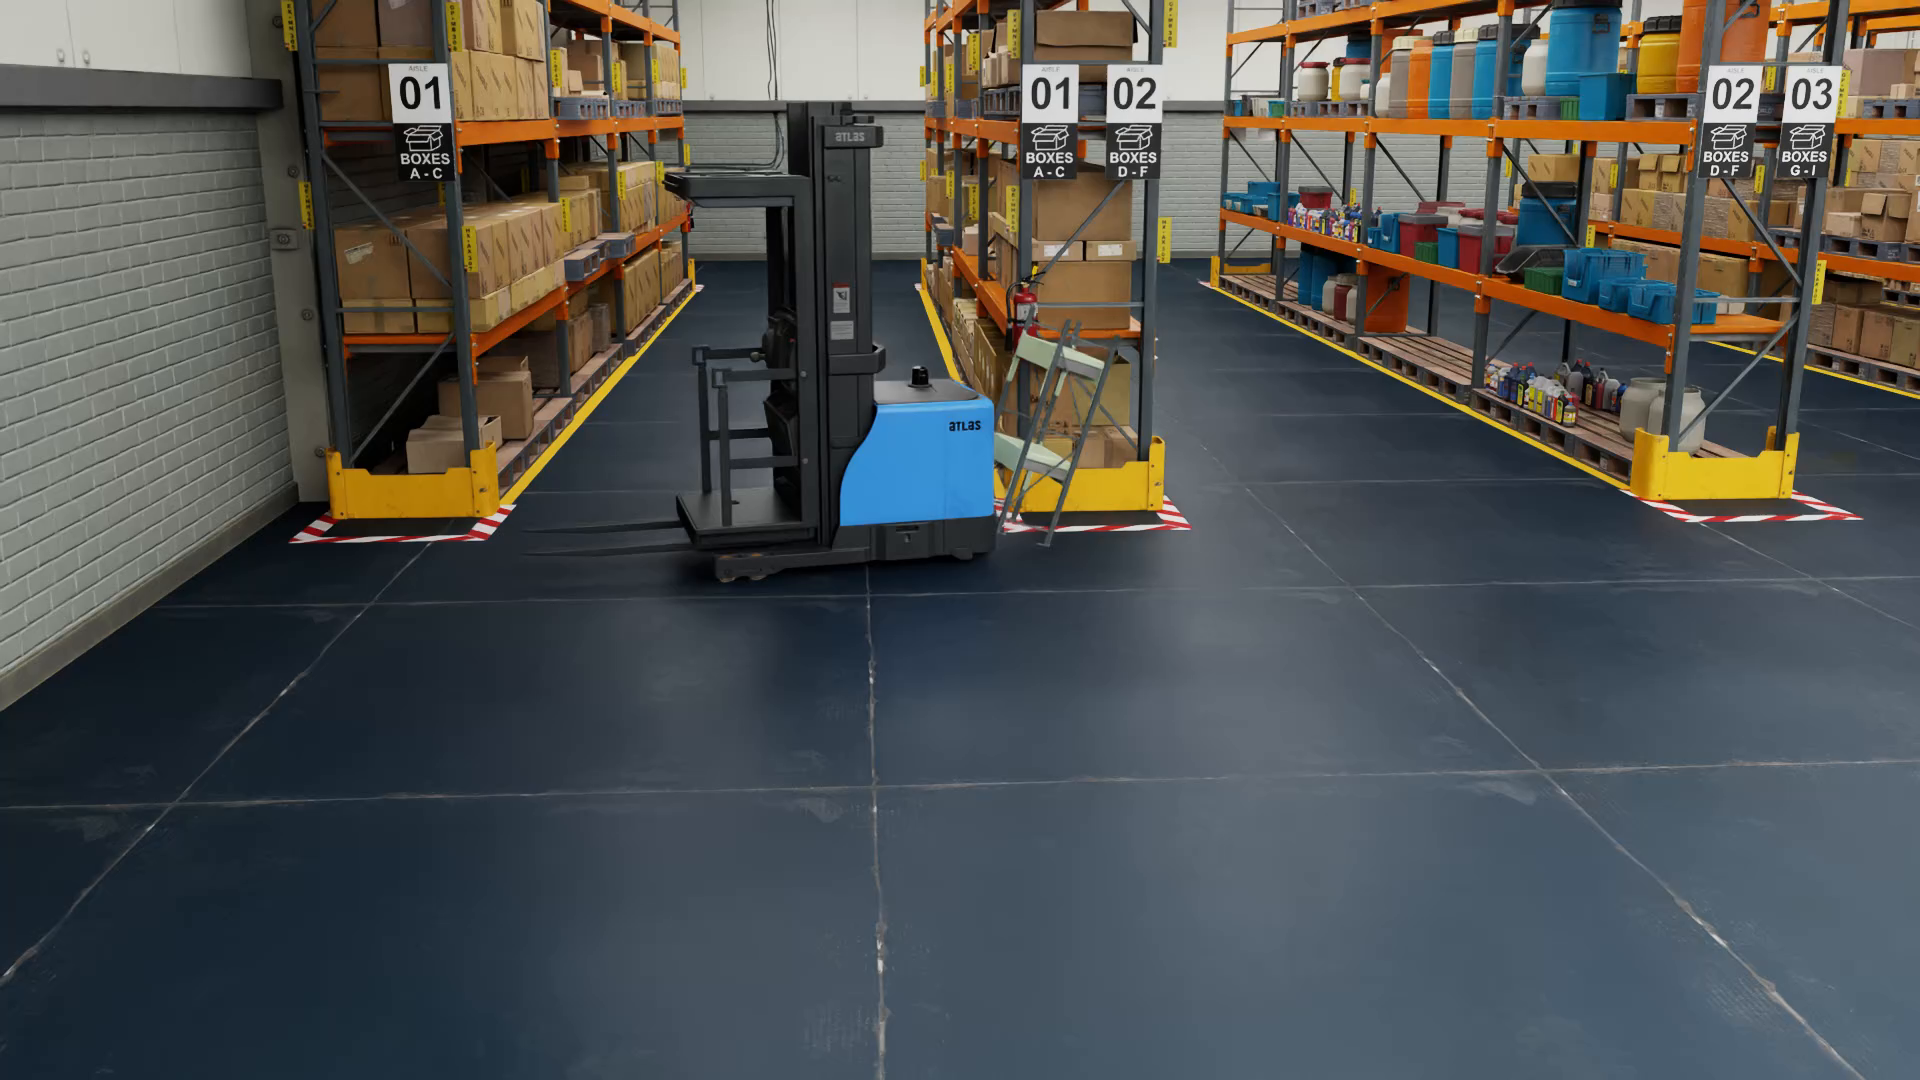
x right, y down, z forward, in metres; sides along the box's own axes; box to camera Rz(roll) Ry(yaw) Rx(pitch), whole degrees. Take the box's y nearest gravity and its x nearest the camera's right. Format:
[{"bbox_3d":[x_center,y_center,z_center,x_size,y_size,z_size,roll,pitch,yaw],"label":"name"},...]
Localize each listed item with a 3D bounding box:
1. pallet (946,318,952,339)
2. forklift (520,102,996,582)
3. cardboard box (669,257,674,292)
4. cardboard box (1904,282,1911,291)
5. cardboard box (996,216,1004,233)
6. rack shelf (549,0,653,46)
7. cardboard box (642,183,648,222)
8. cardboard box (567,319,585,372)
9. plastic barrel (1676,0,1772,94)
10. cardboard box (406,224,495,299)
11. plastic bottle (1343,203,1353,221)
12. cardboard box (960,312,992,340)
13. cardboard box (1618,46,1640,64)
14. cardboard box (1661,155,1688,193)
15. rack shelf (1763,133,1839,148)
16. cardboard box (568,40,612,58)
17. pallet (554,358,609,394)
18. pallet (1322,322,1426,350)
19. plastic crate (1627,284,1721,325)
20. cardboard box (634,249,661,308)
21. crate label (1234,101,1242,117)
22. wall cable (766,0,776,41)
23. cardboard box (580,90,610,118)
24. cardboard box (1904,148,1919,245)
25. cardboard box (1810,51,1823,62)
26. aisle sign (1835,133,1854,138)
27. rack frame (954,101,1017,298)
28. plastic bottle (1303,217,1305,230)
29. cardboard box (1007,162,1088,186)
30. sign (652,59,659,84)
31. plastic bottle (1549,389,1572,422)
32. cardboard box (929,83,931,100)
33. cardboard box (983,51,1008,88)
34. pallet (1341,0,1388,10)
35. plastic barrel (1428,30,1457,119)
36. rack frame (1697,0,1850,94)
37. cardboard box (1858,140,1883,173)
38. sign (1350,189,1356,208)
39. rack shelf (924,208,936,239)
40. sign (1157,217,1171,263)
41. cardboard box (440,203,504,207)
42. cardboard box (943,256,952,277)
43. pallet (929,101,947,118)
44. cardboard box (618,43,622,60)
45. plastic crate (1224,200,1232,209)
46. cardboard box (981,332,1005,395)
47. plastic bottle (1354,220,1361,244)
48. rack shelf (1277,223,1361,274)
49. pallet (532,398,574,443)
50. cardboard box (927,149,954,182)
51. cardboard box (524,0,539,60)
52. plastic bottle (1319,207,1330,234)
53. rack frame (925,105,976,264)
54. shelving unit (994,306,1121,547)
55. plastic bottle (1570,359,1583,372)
[{"bbox_3d":[0.349,-2.841,22.146,1.003,0.211,1.213,-1,14,-3],"label":"pallet"},{"bbox_3d":[-1.340,-1.299,10.694,3.031,2.935,1.130,-4,15,-15],"label":"forklift"},{"bbox_3d":[-4.763,-4.053,25.434,0.700,0.500,0.500,-1,14,-2],"label":"cardboard box"},{"bbox_3d":[14.729,-3.882,25.473,0.380,0.149,0.250,0,14,-2],"label":"cardboard box"},{"bbox_3d":[0.534,-2.874,15.175,0.380,0.149,0.250,-1,14,-5],"label":"cardboard box"},{"bbox_3d":[-4.638,-6.486,20.922,1.077,0.370,4.000,-1,14,-3],"label":"rack shelf"},{"bbox_3d":[-4.418,-4.460,22.002,0.500,0.500,0.500,-1,14,-3],"label":"cardboard box"},{"bbox_3d":[-4.402,-2.071,17.690,0.700,0.500,0.500,-1,14,-3],"label":"cardboard box"},{"bbox_3d":[5.713,-3.772,12.441,0.600,0.830,0.708,-1,14,-3],"label":"plastic barrel"},{"bbox_3d":[-3.748,-2.059,12.266,0.500,0.500,0.500,-1,14,-3],"label":"cardboard box"},{"bbox_3d":[5.377,-4.478,23.008,0.144,0.351,0.185,-1,14,-3],"label":"plastic bottle"},{"bbox_3d":[0.272,-2.326,18.097,0.500,0.311,0.500,-1,14,-4],"label":"cardboard box"},{"bbox_3d":[10.018,-7.200,24.720,0.500,0.250,0.500,-2,15,-7],"label":"cardboard box"},{"bbox_3d":[10.148,-5.054,22.937,0.797,0.503,0.637,-1,14,-3],"label":"cardboard box"},{"bbox_3d":[10.193,-5.456,22.138,1.077,0.370,4.000,-1,14,-3],"label":"rack shelf"},{"bbox_3d":[-4.789,-6.340,21.538,0.500,0.250,0.500,-1,14,-5],"label":"cardboard box"},{"bbox_3d":[-4.395,-1.778,18.013,1.003,0.211,1.213,-1,14,-3],"label":"pallet"},{"bbox_3d":[5.284,-2.623,21.298,1.003,0.211,1.213,-1,14,-3],"label":"pallet"},{"bbox_3d":[5.540,-1.837,12.943,0.499,0.251,0.616,-1,14,-3],"label":"plastic crate"},{"bbox_3d":[-4.592,-3.623,23.058,0.750,0.750,0.750,-1,14,-3],"label":"cardboard box"},{"bbox_3d":[4.613,-6.914,26.658,0.408,0.251,0.502,-1,14,-3],"label":"crate label"},{"bbox_3d":[-2.303,-10.916,31.991,3.097,2.526,0.112,-1,14,-3],"label":"wall cable"},{"bbox_3d":[-4.200,-4.870,18.552,0.500,0.311,0.500,-1,14,-3],"label":"cardboard box"},{"bbox_3d":[10.656,-3.554,17.272,1.000,1.000,1.000,-1,14,-3],"label":"cardboard box"},{"bbox_3d":[10.118,-5.351,19.080,0.500,0.500,0.500,-1,14,-3],"label":"cardboard box"},{"bbox_3d":[15.073,-7.178,28.186,0.394,0.787,0.004,-1,14,-3],"label":"aisle sign"},{"bbox_3d":[0.430,-3.703,19.898,1.000,3.000,0.127,-1,14,-3],"label":"rack frame"},{"bbox_3d":[4.789,-4.387,22.957,0.097,0.201,0.097,0,14,0],"label":"plastic bottle"},{"bbox_3d":[0.774,-3.024,14.456,0.700,0.500,0.500,-1,14,-3],"label":"cardboard box"},{"bbox_3d":[-4.221,-6.486,23.028,0.100,0.325,0.005,-1,14,-3],"label":"sign"},{"bbox_3d":[5.330,-1.196,14.737,0.152,0.276,0.135,-1,14,-3],"label":"plastic bottle"},{"bbox_3d":[-0.206,-6.810,25.251,0.500,0.250,0.500,-1,14,-3],"label":"cardboard box"},{"bbox_3d":[0.479,-4.125,14.574,0.500,0.311,0.500,-2,15,-7],"label":"cardboard box"},{"bbox_3d":[5.360,-6.578,20.216,1.213,0.211,1.003,-1,14,-3],"label":"pallet"},{"bbox_3d":[5.293,-4.927,17.632,0.600,0.901,0.708,-1,14,-3],"label":"plastic barrel"},{"bbox_3d":[5.870,-4.694,11.711,1.000,3.000,0.127,-1,14,-3],"label":"rack frame"},{"bbox_3d":[14.624,-6.075,26.314,0.500,0.500,0.500,-1,14,-5],"label":"cardboard box"},{"bbox_3d":[5.675,-4.915,24.055,0.100,0.325,0.005,-1,14,-3],"label":"sign"},{"bbox_3d":[0.058,-4.847,25.787,1.077,0.370,4.000,-1,14,-3],"label":"rack shelf"},{"bbox_3d":[1.480,-2.178,12.075,0.100,0.325,0.005,-1,14,-3],"label":"sign"},{"bbox_3d":[-4.446,-2.811,15.187,0.500,0.500,0.500,-1,14,-5],"label":"cardboard box"},{"bbox_3d":[0.031,-3.690,22.479,0.500,0.250,0.500,-1,14,-3],"label":"cardboard box"},{"bbox_3d":[0.220,-5.638,21.777,1.213,0.211,1.003,-1,14,-3],"label":"pallet"},{"bbox_3d":[-5.038,-6.785,23.611,0.500,0.500,0.500,-1,14,-4],"label":"cardboard box"},{"bbox_3d":[4.502,-5.522,27.376,0.250,0.136,0.298,-1,14,-3],"label":"plastic crate"},{"bbox_3d":[0.456,-1.574,14.795,0.500,0.500,0.500,-1,14,-3],"label":"cardboard box"},{"bbox_3d":[4.923,-3.816,20.571,0.061,0.283,0.133,-1,14,-3],"label":"plastic bottle"},{"bbox_3d":[5.250,-3.927,22.214,1.077,0.370,4.000,-1,14,-3],"label":"rack shelf"},{"bbox_3d":[-4.189,-1.114,15.431,1.003,0.211,1.213,-1,14,-3],"label":"pallet"},{"bbox_3d":[-0.261,-5.981,26.544,0.500,0.500,0.500,-1,14,-3],"label":"cardboard box"},{"bbox_3d":[-3.920,-4.368,14.217,0.500,0.500,0.500,0,14,0],"label":"cardboard box"},{"bbox_3d":[4.864,-4.252,22.132,0.144,0.351,0.185,-1,14,-3],"label":"plastic bottle"},{"bbox_3d":[-0.066,-5.692,27.631,1.000,3.000,0.127,-1,14,-3],"label":"rack frame"},{"bbox_3d":[0.549,-0.795,11.457,0.431,1.500,0.755,15,9,-20],"label":"shelving unit"},{"bbox_3d":[5.949,-1.558,15.995,0.144,0.351,0.185,-1,14,-5],"label":"plastic bottle"}]
